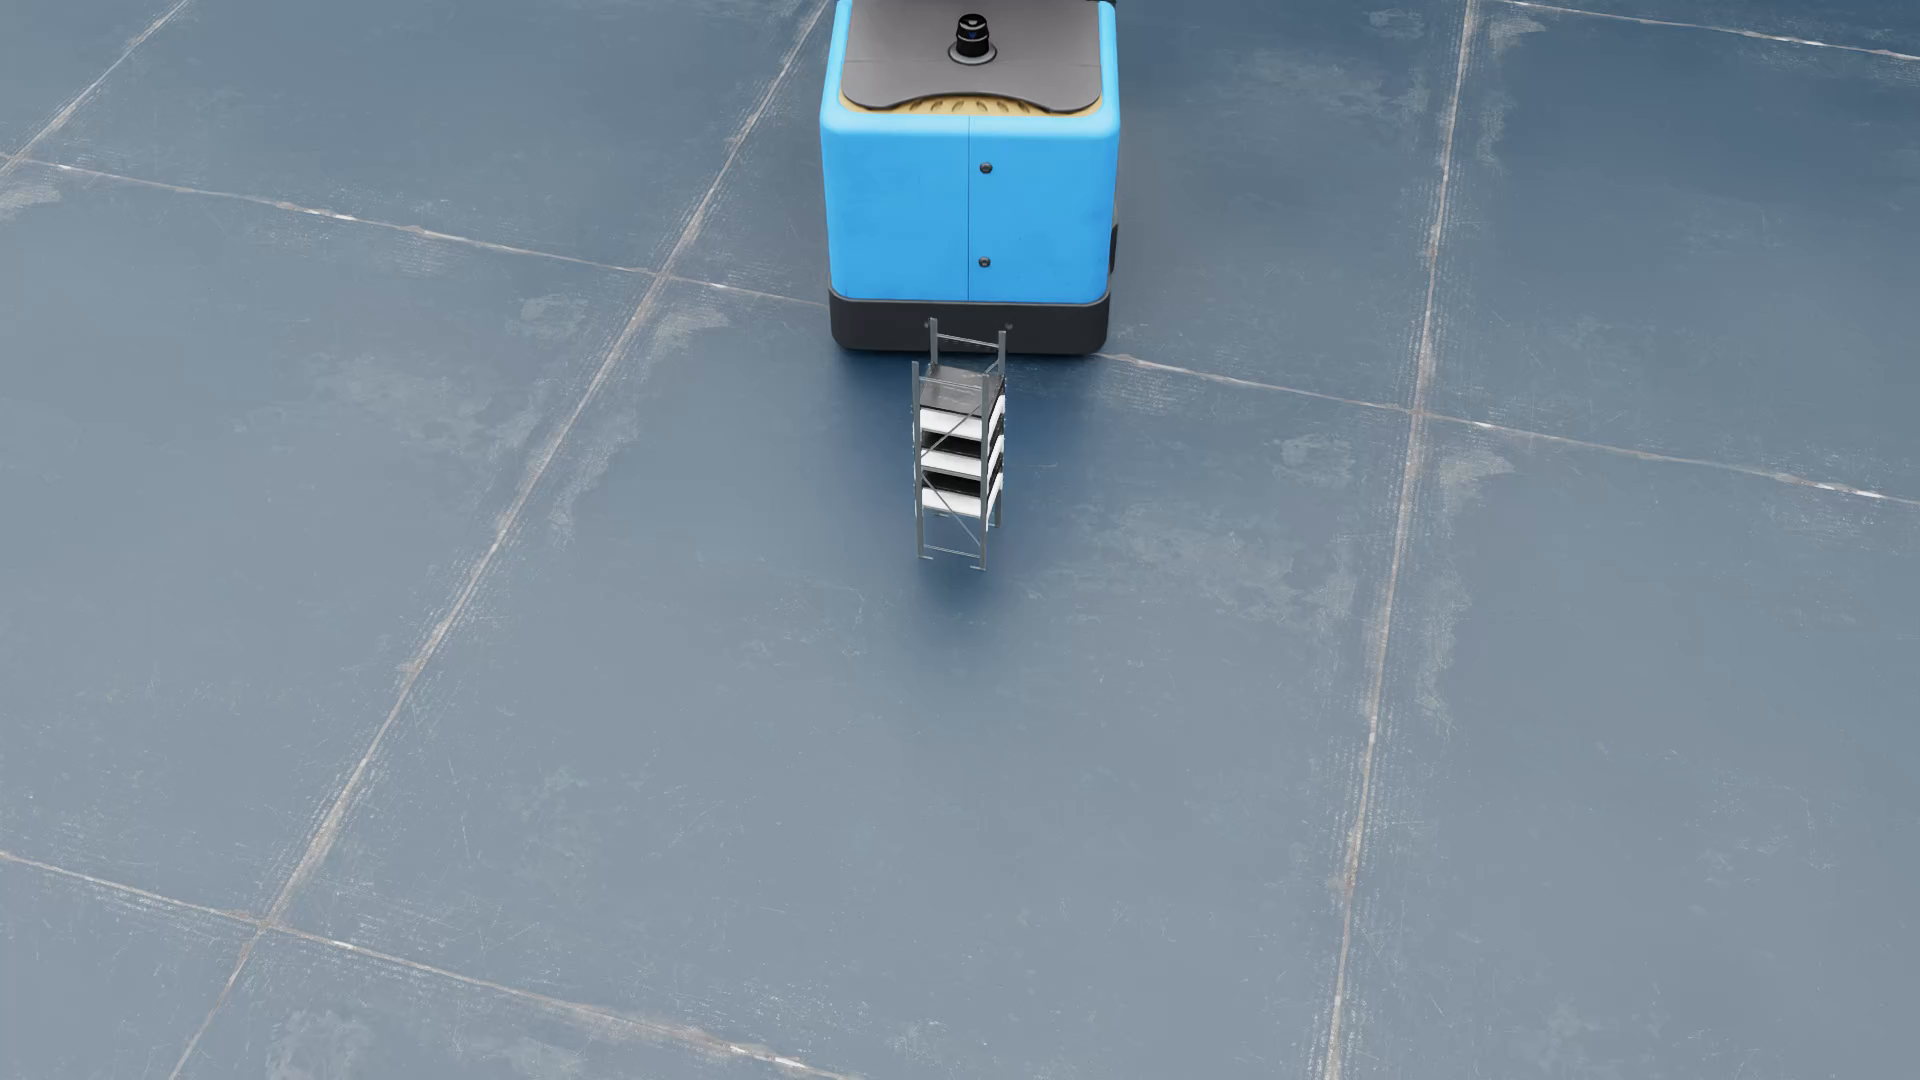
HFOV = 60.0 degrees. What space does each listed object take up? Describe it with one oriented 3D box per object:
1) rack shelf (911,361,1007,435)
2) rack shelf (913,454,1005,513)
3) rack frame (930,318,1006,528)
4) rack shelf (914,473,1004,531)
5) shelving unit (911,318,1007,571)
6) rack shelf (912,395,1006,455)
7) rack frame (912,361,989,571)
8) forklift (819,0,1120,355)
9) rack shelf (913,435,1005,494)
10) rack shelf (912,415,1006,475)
[{"bbox_3d":[-0.002,-0.449,5.230,0.258,0.077,0.200,12,50,10],"label":"rack shelf"},{"bbox_3d":[-0.002,-0.210,5.500,0.258,0.077,0.200,12,50,10],"label":"rack shelf"},{"bbox_3d":[0.025,-0.365,5.472,0.240,0.900,0.006,12,50,10],"label":"rack frame"},{"bbox_3d":[-0.002,-0.151,5.567,0.258,0.077,0.200,12,50,10],"label":"rack shelf"},{"bbox_3d":[-0.002,-0.292,5.407,0.258,0.900,0.210,12,50,10],"label":"shelving unit"},{"bbox_3d":[-0.002,-0.389,5.297,0.258,0.077,0.200,12,50,10],"label":"rack shelf"},{"bbox_3d":[-0.029,-0.218,5.343,0.240,0.900,0.006,12,50,10],"label":"rack frame"},{"bbox_3d":[0.080,-2.766,6.236,1.130,2.935,3.031,1,49,1],"label":"forklift"},{"bbox_3d":[-0.002,-0.270,5.432,0.258,0.077,0.200,12,50,10],"label":"rack shelf"},{"bbox_3d":[-0.002,-0.329,5.365,0.258,0.077,0.200,12,50,10],"label":"rack shelf"}]
